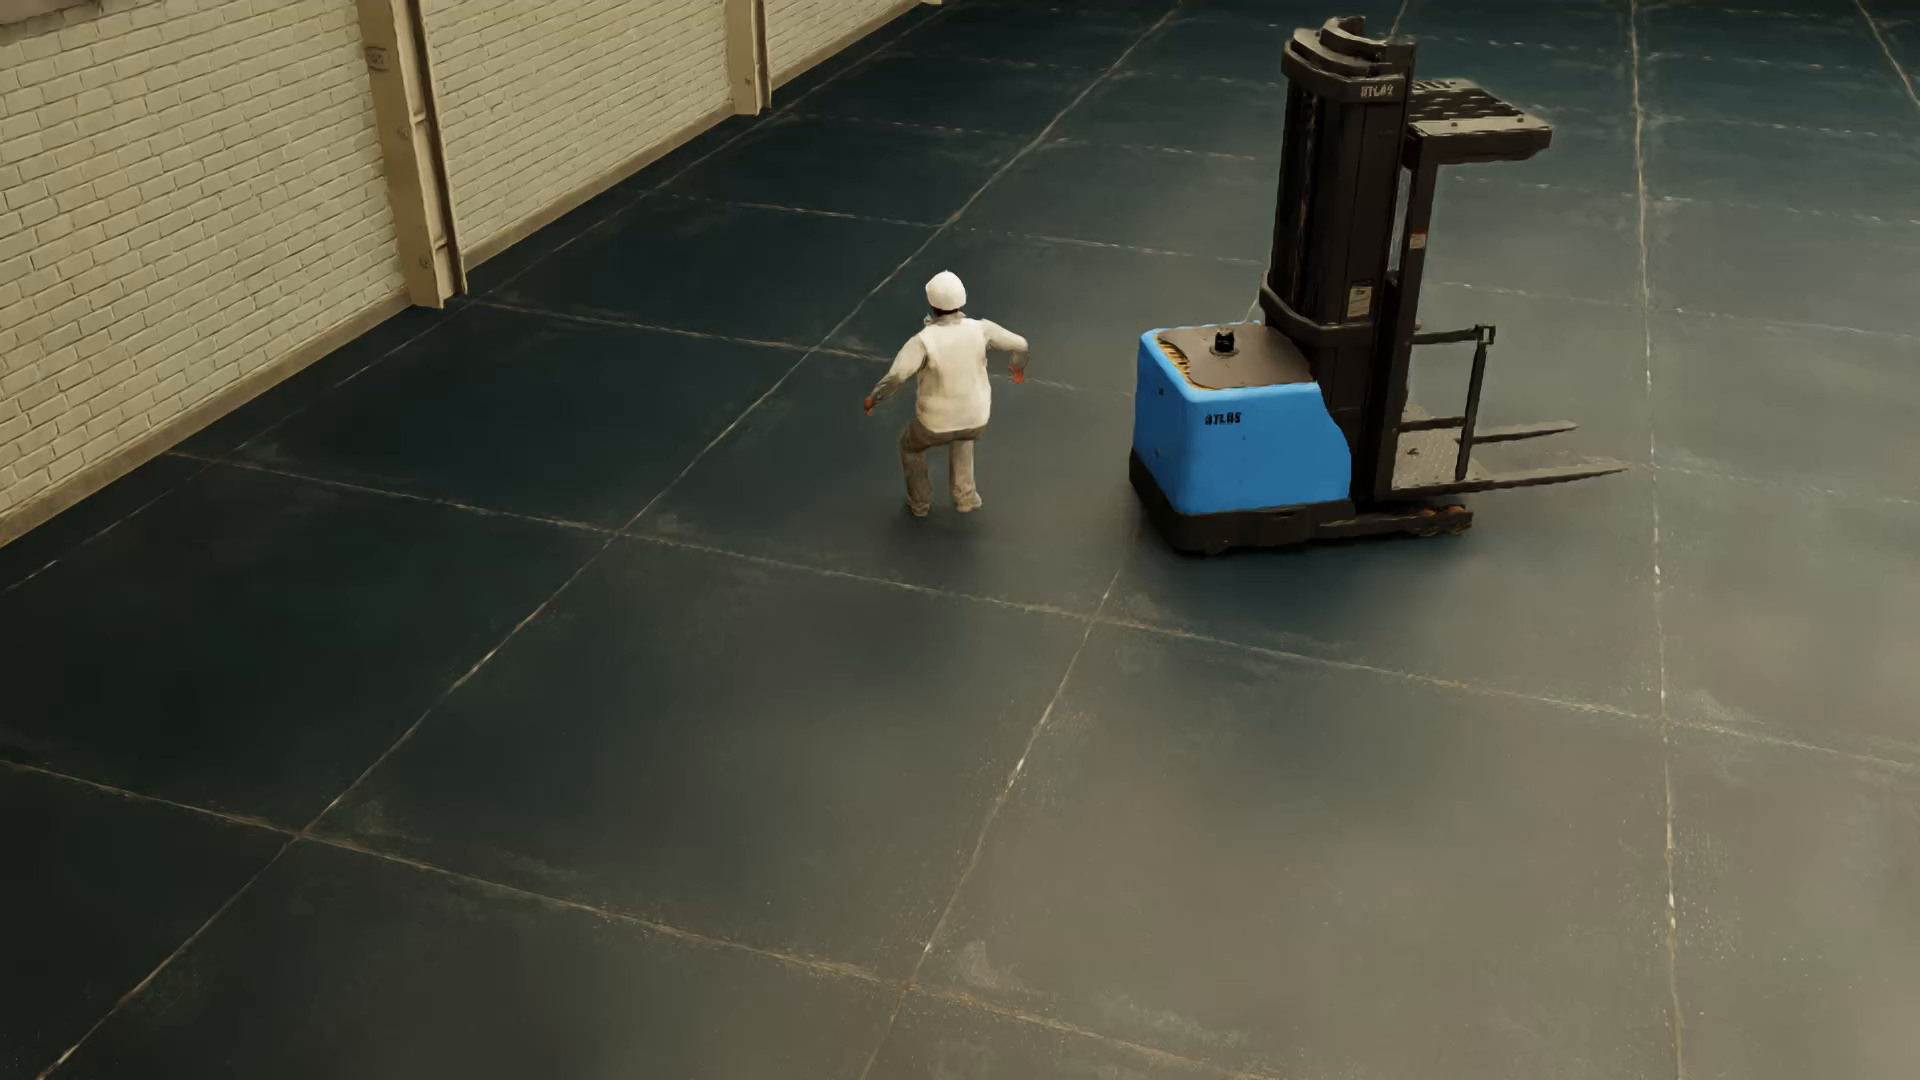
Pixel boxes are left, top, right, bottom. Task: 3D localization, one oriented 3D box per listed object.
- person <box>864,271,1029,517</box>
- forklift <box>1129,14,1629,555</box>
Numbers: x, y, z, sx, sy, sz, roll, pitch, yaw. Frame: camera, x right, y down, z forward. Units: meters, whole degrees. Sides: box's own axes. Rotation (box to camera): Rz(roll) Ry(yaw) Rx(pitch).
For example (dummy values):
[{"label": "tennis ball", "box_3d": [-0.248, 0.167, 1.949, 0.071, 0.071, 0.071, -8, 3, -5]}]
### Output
[{"label": "person", "box_3d": [-0.109, -0.845, 9.904, 1.004, 1.675, 0.720, -8, 31, -14]}, {"label": "forklift", "box_3d": [2.652, -1.543, 9.844, 3.031, 2.935, 1.130, -6, 30, -10]}]
